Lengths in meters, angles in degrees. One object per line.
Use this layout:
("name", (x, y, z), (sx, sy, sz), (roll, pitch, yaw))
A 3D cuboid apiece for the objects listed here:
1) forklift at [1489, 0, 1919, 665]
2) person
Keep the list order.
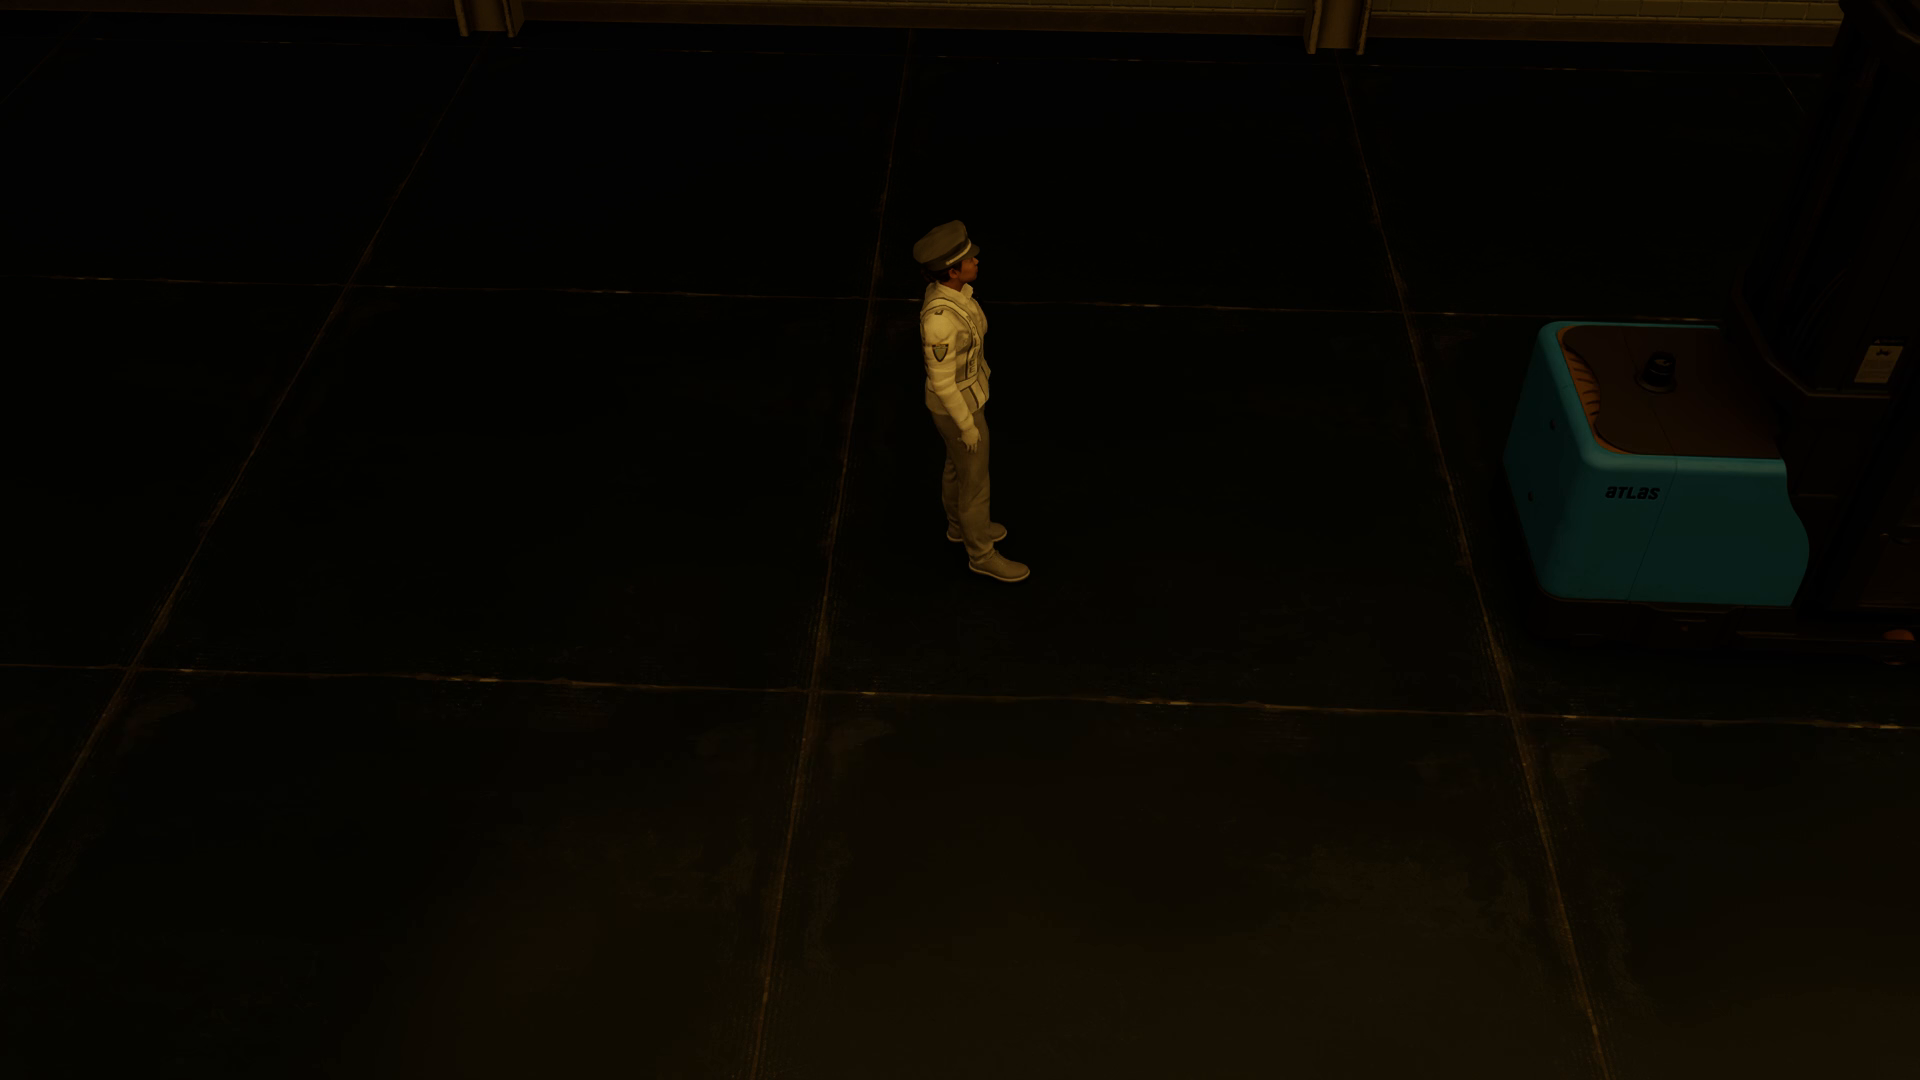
("forklift", (4.045, -0.896, 6.723), (3.031, 2.935, 1.130), (2, 42, 2))
("person", (0.068, -0.625, 7.333), (0.531, 1.695, 0.587), (2, 42, 2))
